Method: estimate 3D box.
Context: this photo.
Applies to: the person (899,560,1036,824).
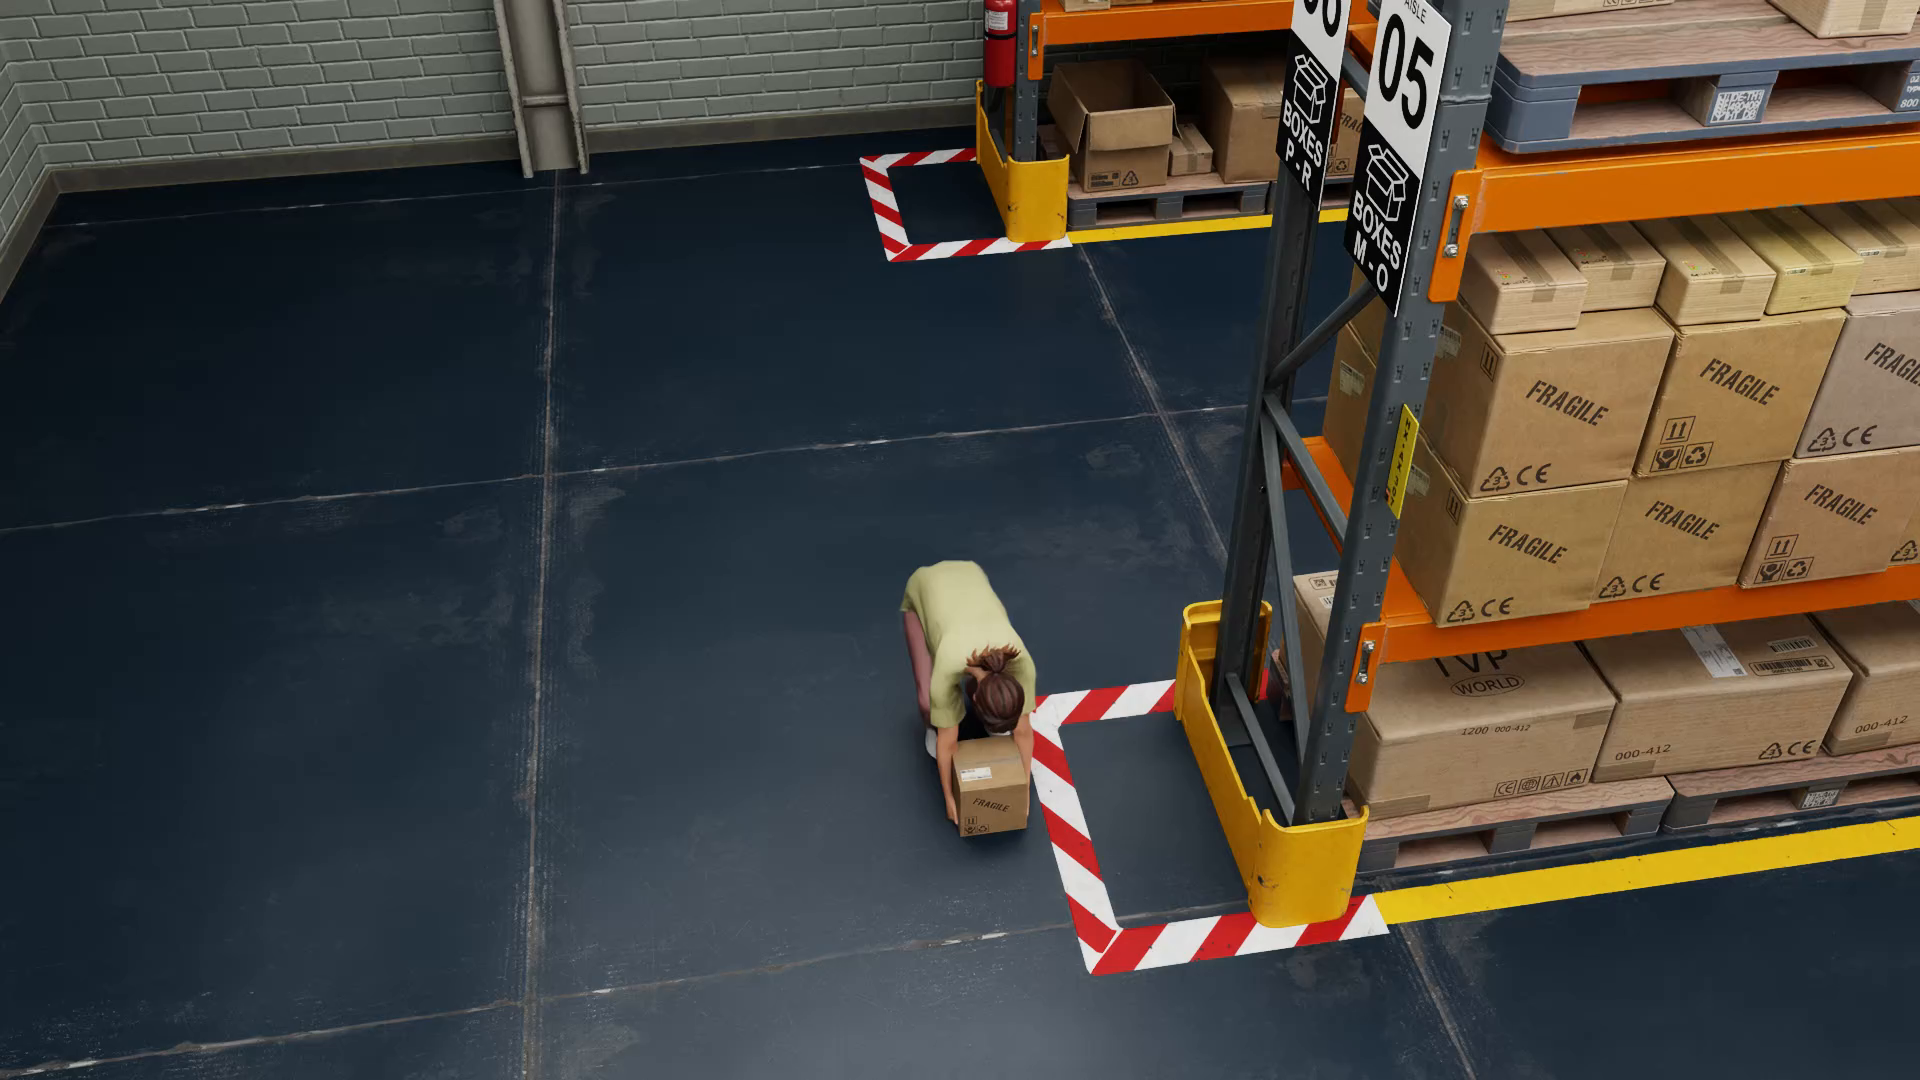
[{"bbox_3d":[0.045,0.540,6.250,0.454,0.745,0.867,-9,40,-11],"label":"person"}]
